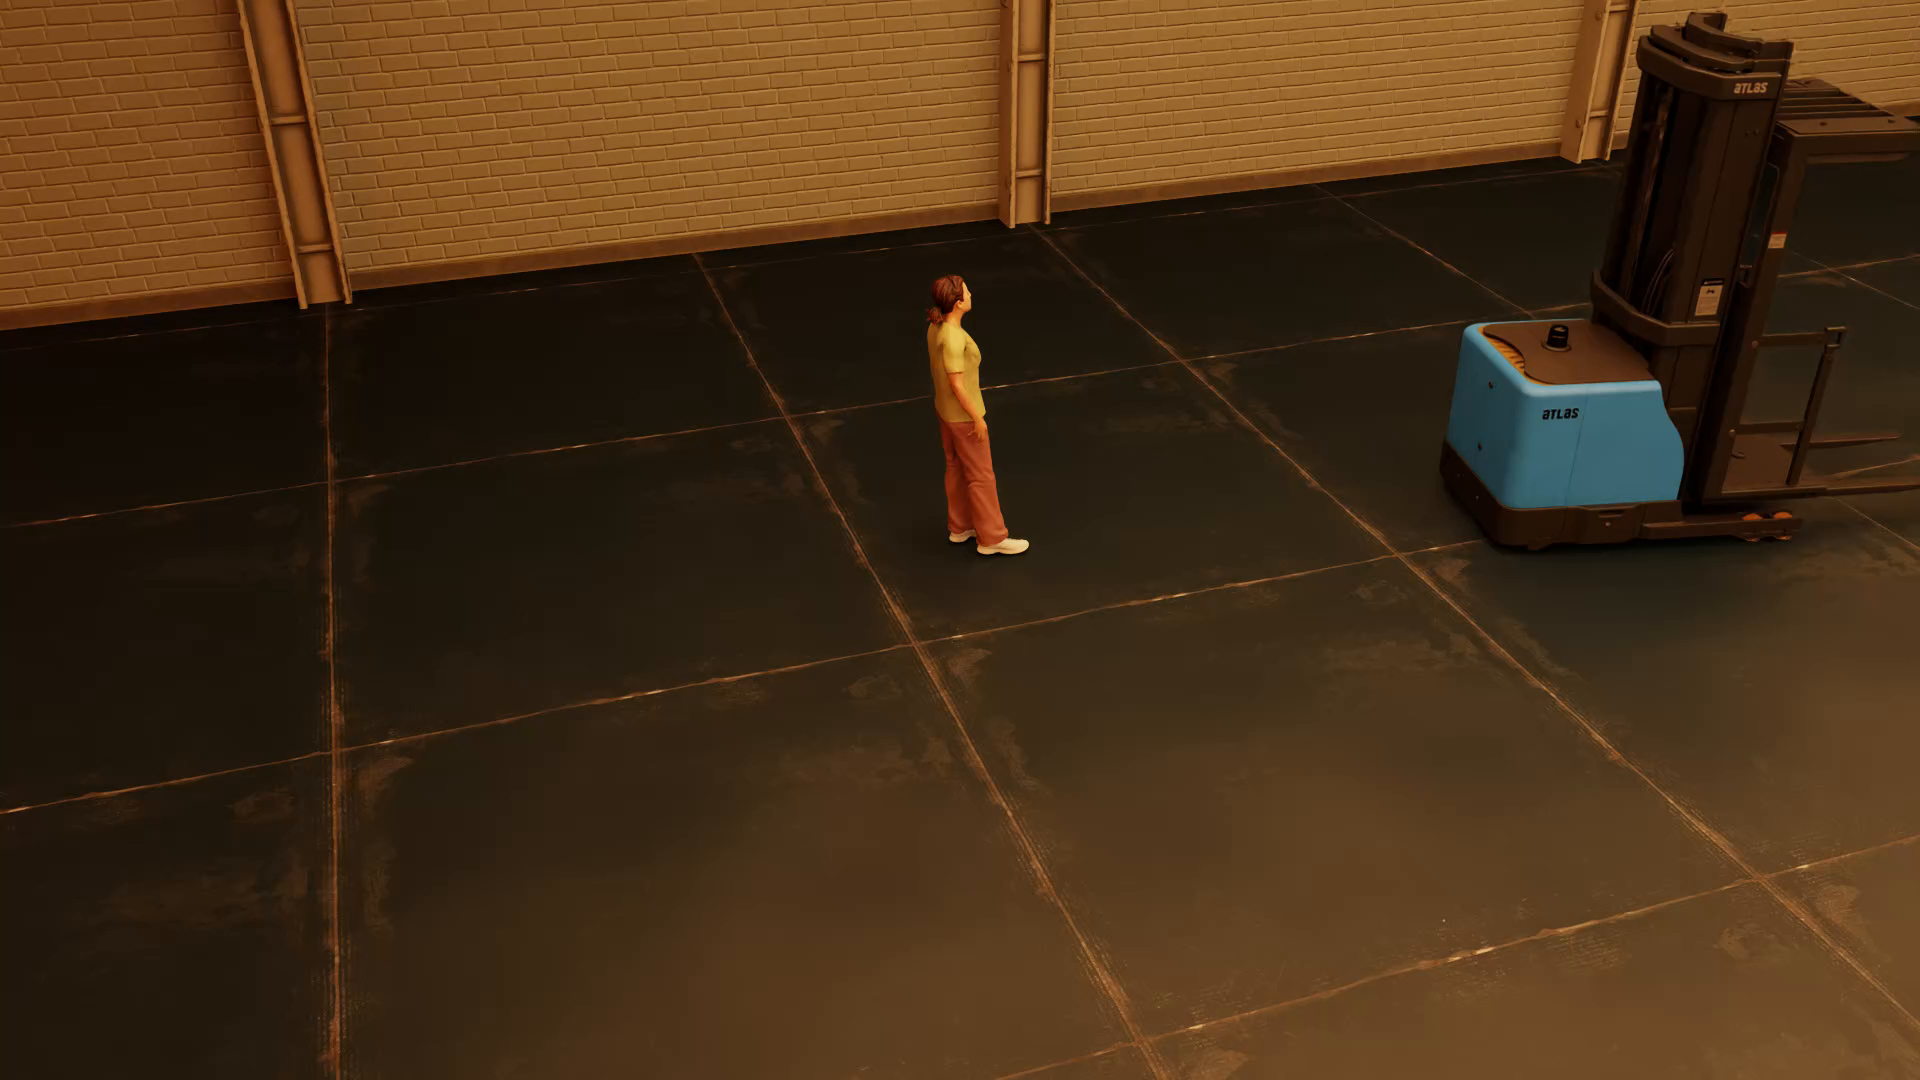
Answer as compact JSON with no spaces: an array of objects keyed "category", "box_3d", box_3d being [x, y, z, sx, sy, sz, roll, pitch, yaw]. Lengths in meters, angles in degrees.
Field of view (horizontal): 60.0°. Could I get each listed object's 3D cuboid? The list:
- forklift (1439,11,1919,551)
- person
[{"category":"forklift","box_3d":[4.618,-1.518,9.725,3.031,2.935,1.130,-3,30,-6]},{"category":"person","box_3d":[0.074,-0.739,9.615,0.548,1.673,0.553,-10,31,-16]}]
